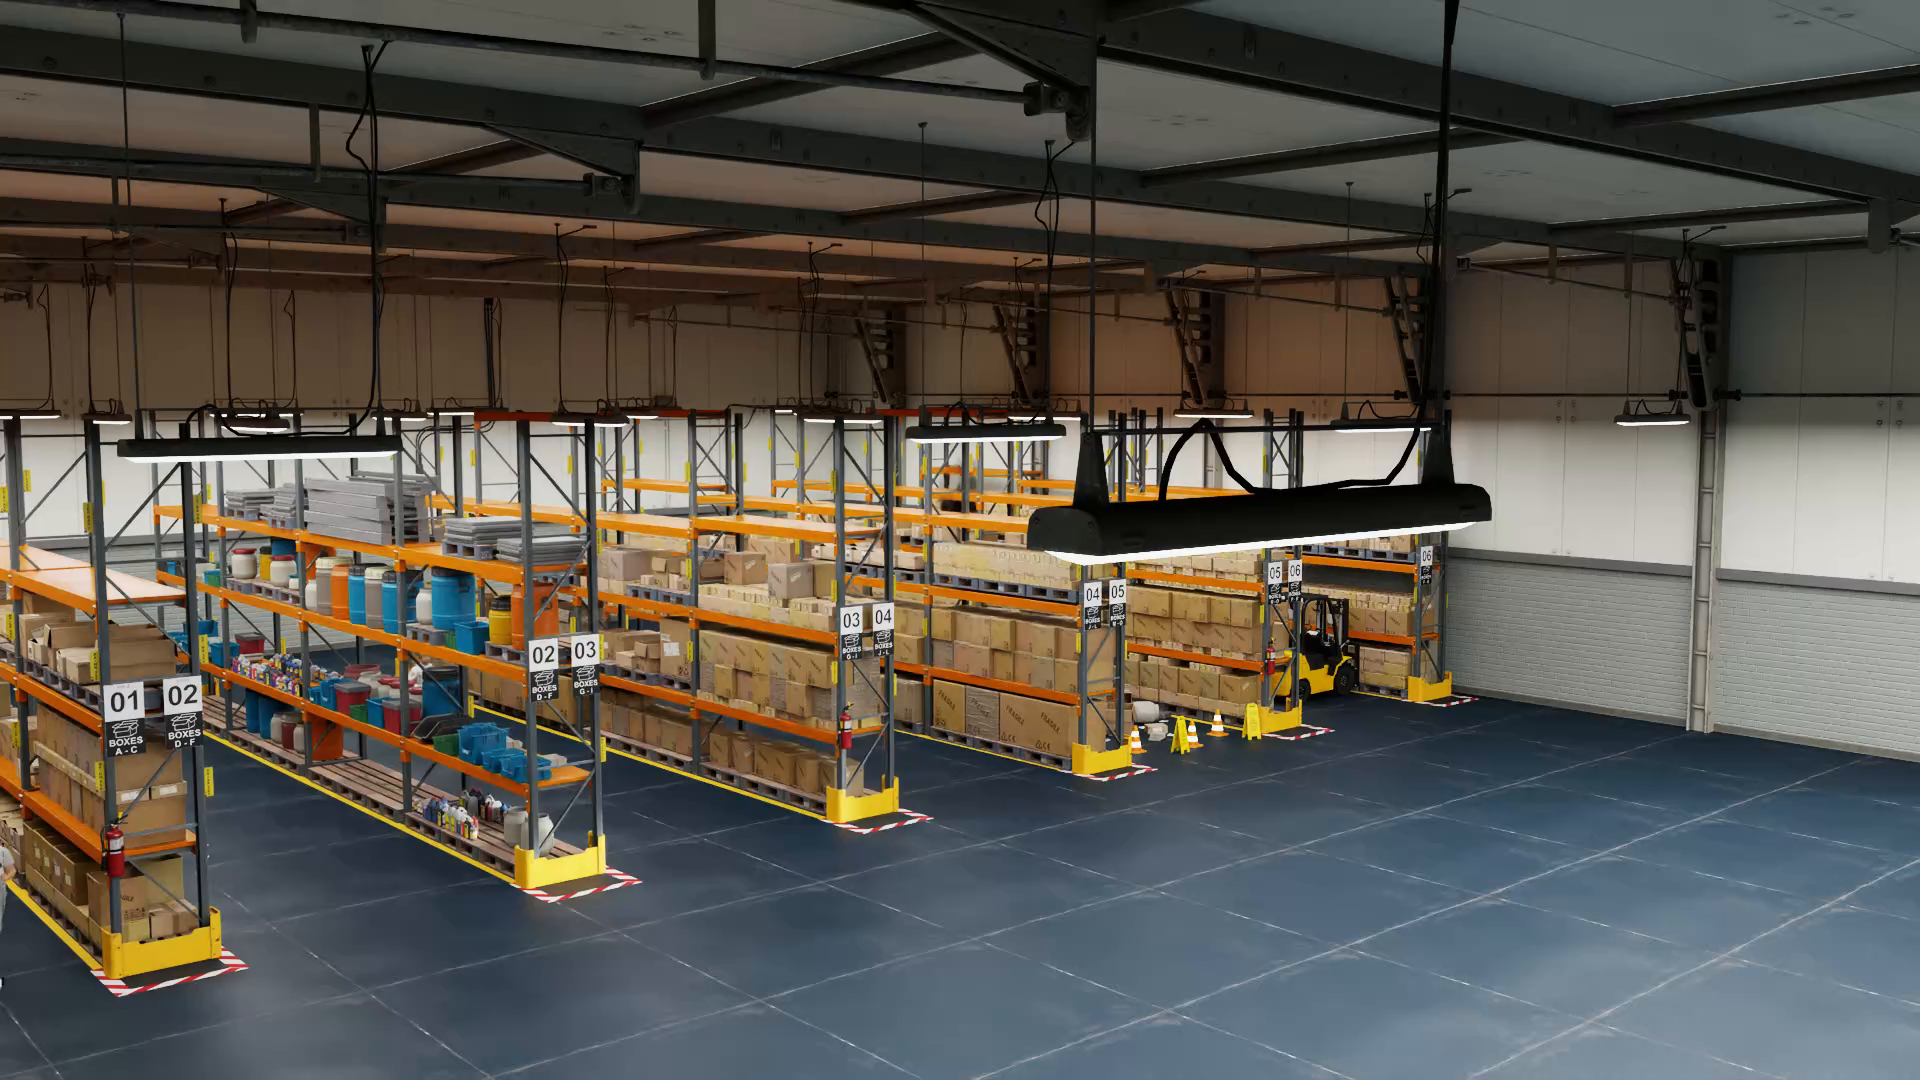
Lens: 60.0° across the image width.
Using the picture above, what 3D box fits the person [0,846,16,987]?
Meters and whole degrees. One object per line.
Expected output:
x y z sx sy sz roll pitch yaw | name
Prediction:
-10.519 3.911 17.978 0.777 1.719 0.539 3 6 34 | person

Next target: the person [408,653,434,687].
-9.826 2.820 30.610 0.572 1.648 0.614 4 7 41 | person

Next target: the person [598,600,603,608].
-8.937 1.831 41.152 0.951 1.763 0.762 -2 5 -22 | person
